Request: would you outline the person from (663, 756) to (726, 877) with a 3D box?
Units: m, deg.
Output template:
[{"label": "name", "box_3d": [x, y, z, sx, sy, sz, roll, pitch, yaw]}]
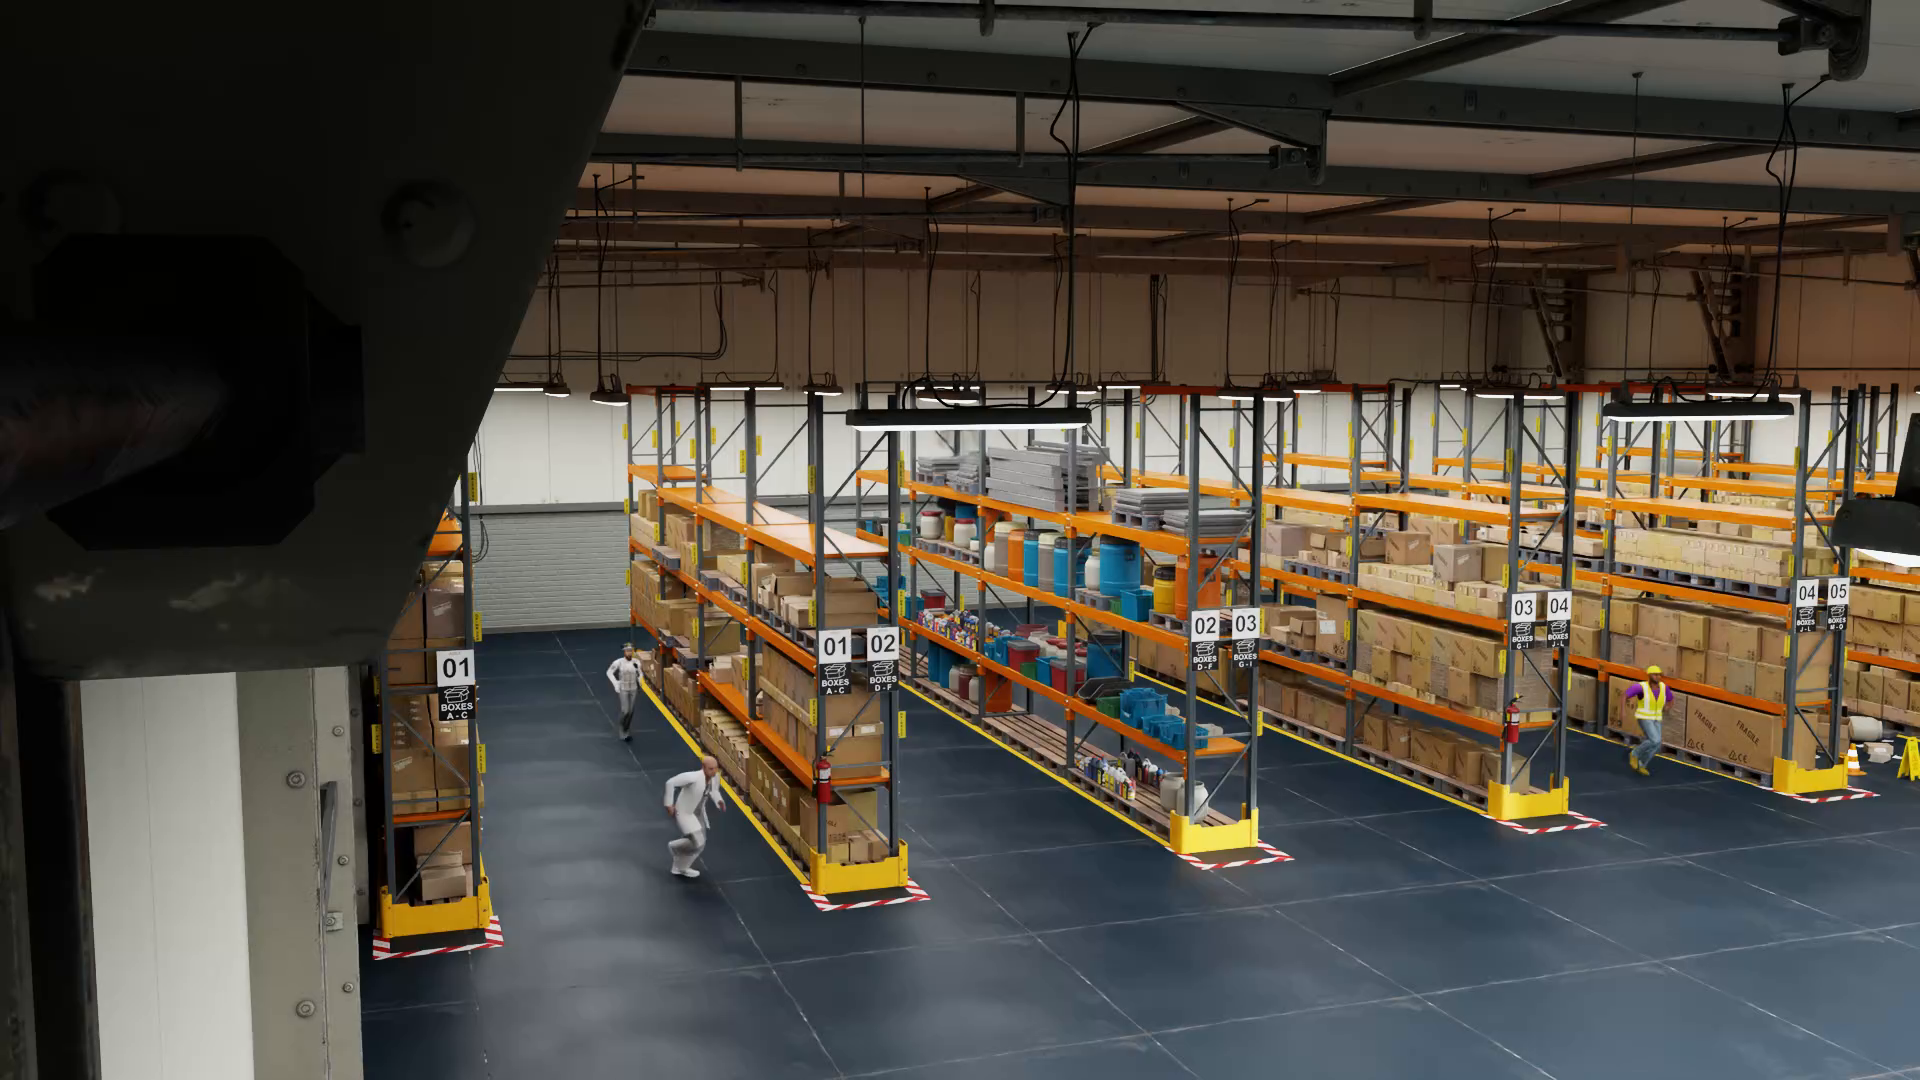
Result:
[{"label": "person", "box_3d": [-3.286, 3.428, 20.526, 0.869, 1.597, 0.736, 4, 7, 36]}]

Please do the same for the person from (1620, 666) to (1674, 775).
[{"label": "person", "box_3d": [10.764, 2.810, 25.967, 0.807, 1.720, 0.607, -2, 6, -22]}]

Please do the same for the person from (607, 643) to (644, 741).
[{"label": "person", "box_3d": [-5.651, 2.579, 28.297, 0.588, 1.689, 0.652, -3, 7, -29]}]
